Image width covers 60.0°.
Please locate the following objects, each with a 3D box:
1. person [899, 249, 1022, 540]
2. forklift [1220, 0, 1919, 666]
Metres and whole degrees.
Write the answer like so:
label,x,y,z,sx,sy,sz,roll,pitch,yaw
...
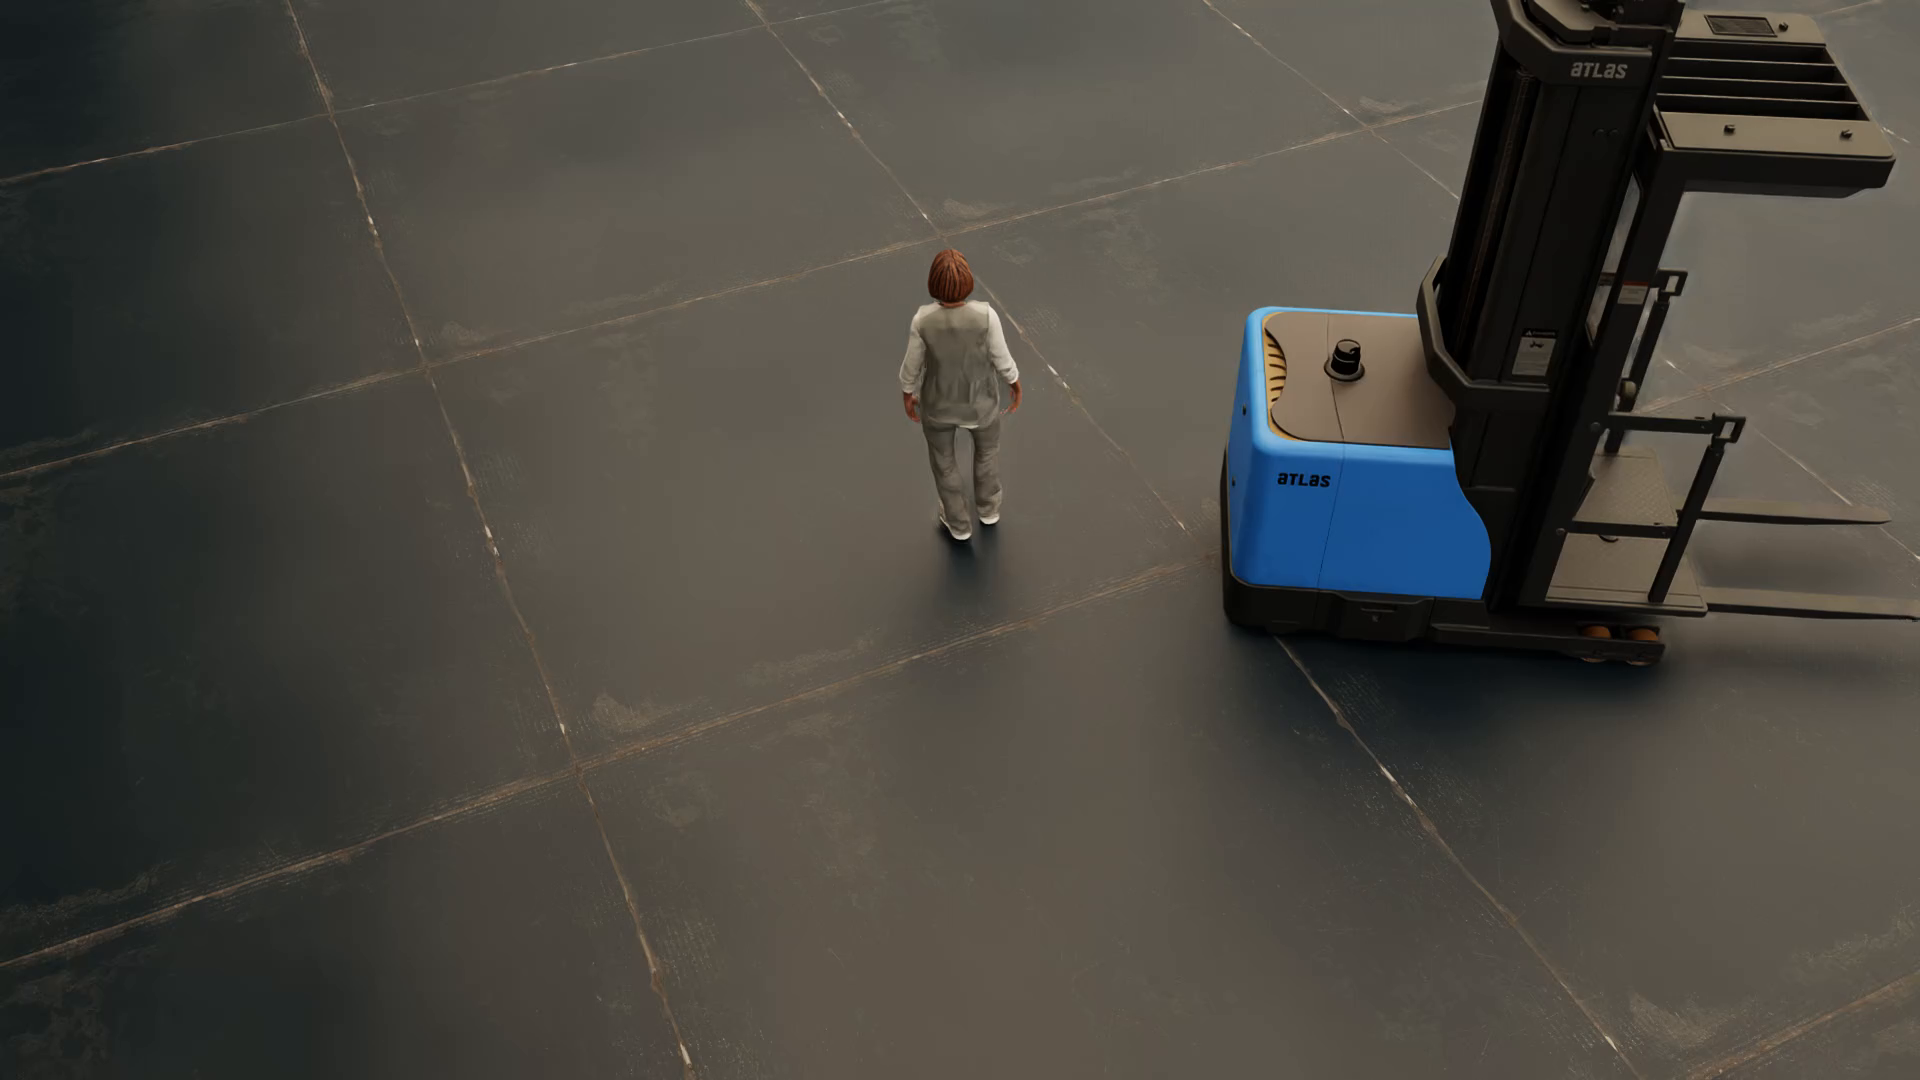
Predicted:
label,x,y,z,sx,sy,sz,roll,pitch,yaw
person,0.011,-0.663,7.378,0.528,1.588,0.489,2,43,2
forklift,2.722,-0.907,6.652,3.031,2.935,1.130,4,43,4
